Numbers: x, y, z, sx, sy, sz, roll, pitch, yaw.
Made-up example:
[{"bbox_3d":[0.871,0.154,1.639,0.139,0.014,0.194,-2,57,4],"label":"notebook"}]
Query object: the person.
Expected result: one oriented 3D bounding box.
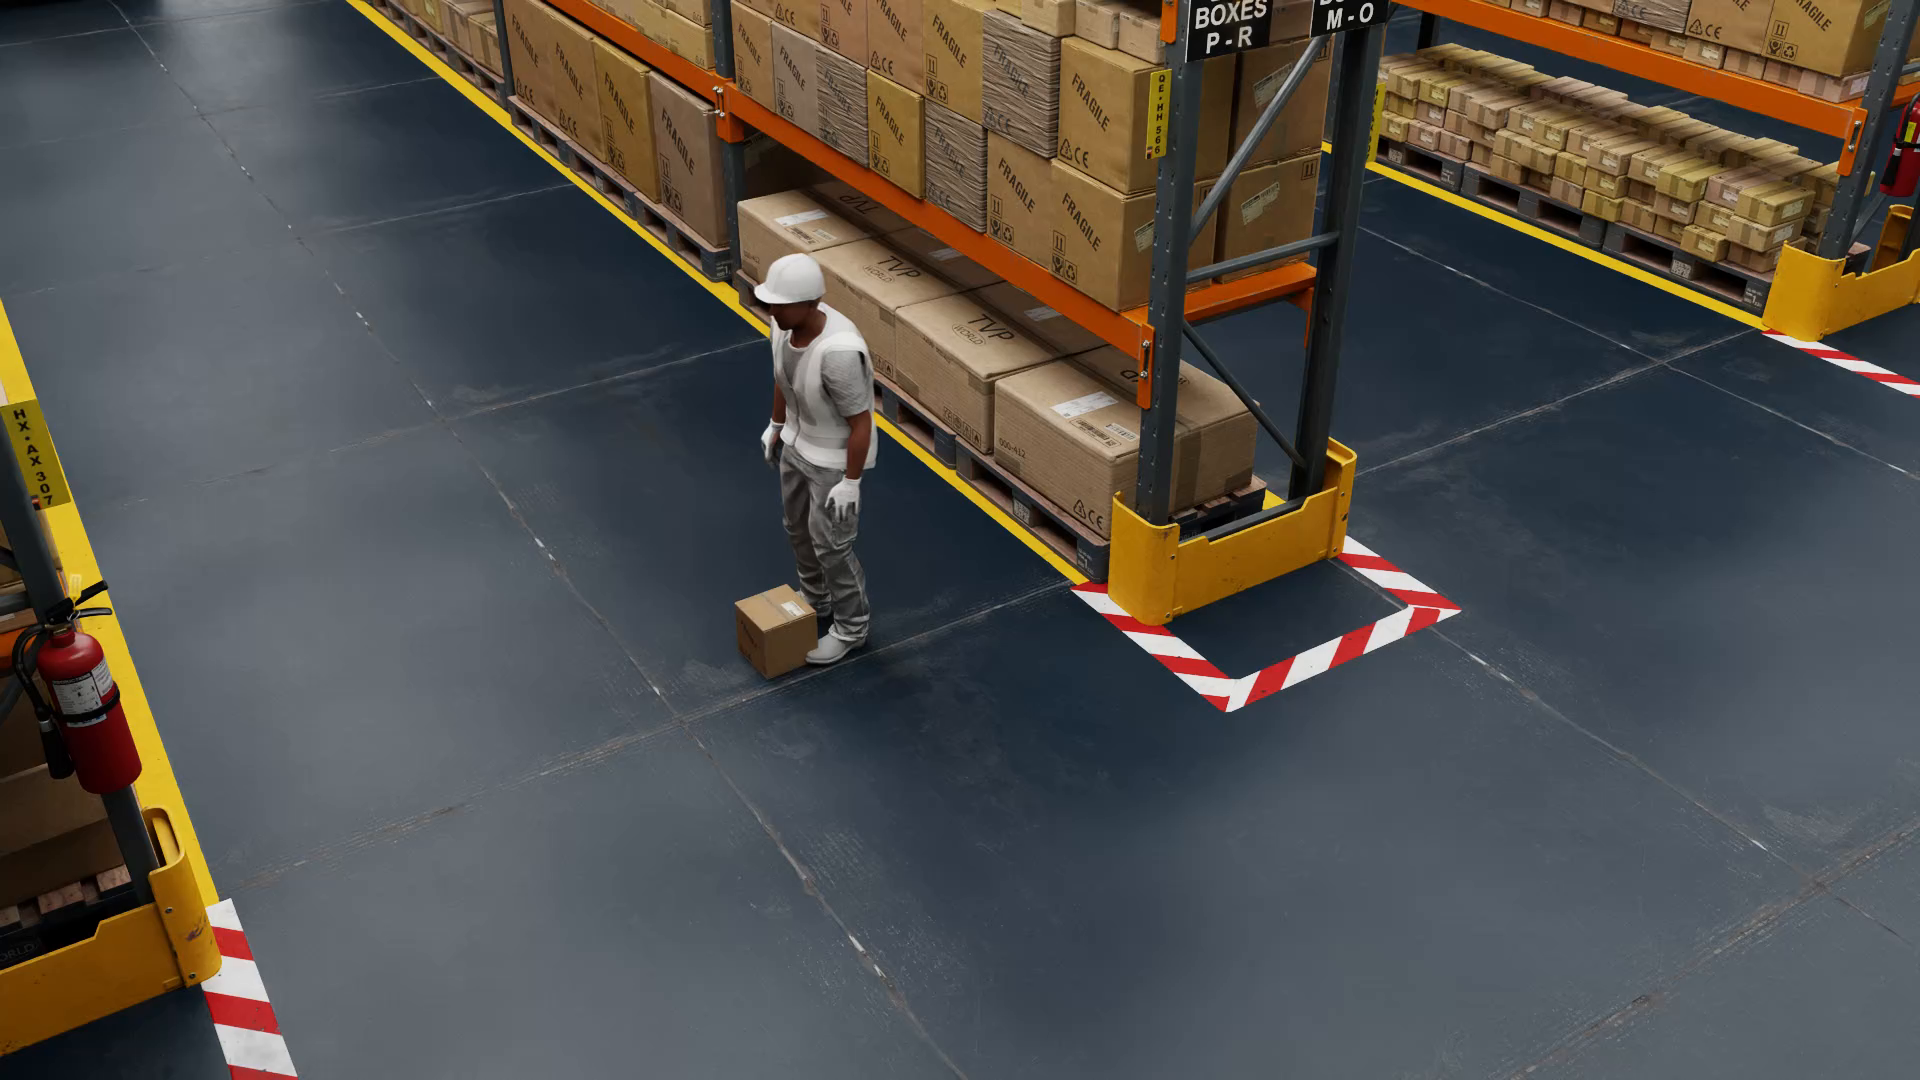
[{"bbox_3d":[-0.574,-0.329,6.646,0.447,1.775,0.633,-20,38,-29],"label":"person"}]
